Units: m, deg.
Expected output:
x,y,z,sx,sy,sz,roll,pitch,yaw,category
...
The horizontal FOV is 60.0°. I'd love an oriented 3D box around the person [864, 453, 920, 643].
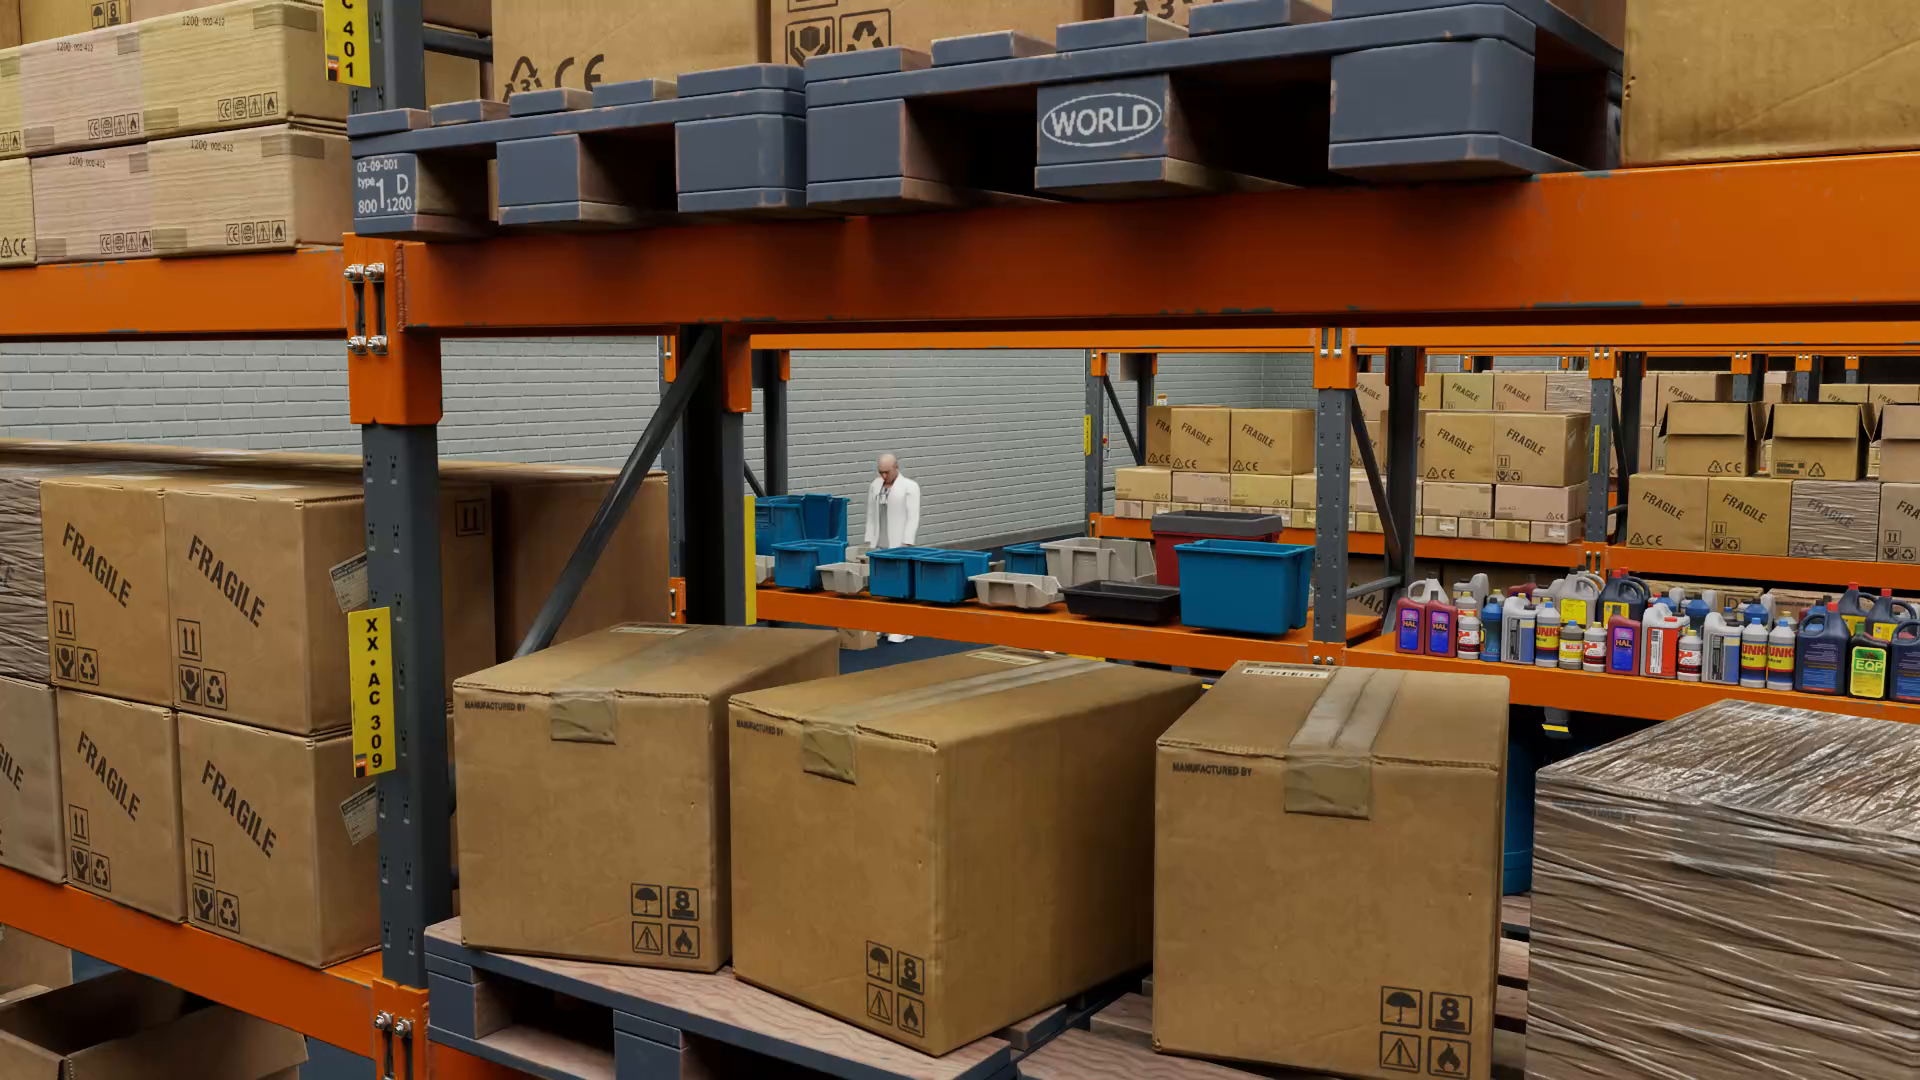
x,y,z,sx,sy,sz,roll,pitch,yaw,category
-0.632,0.071,15.340,0.583,1.738,0.403,4,8,35,person
